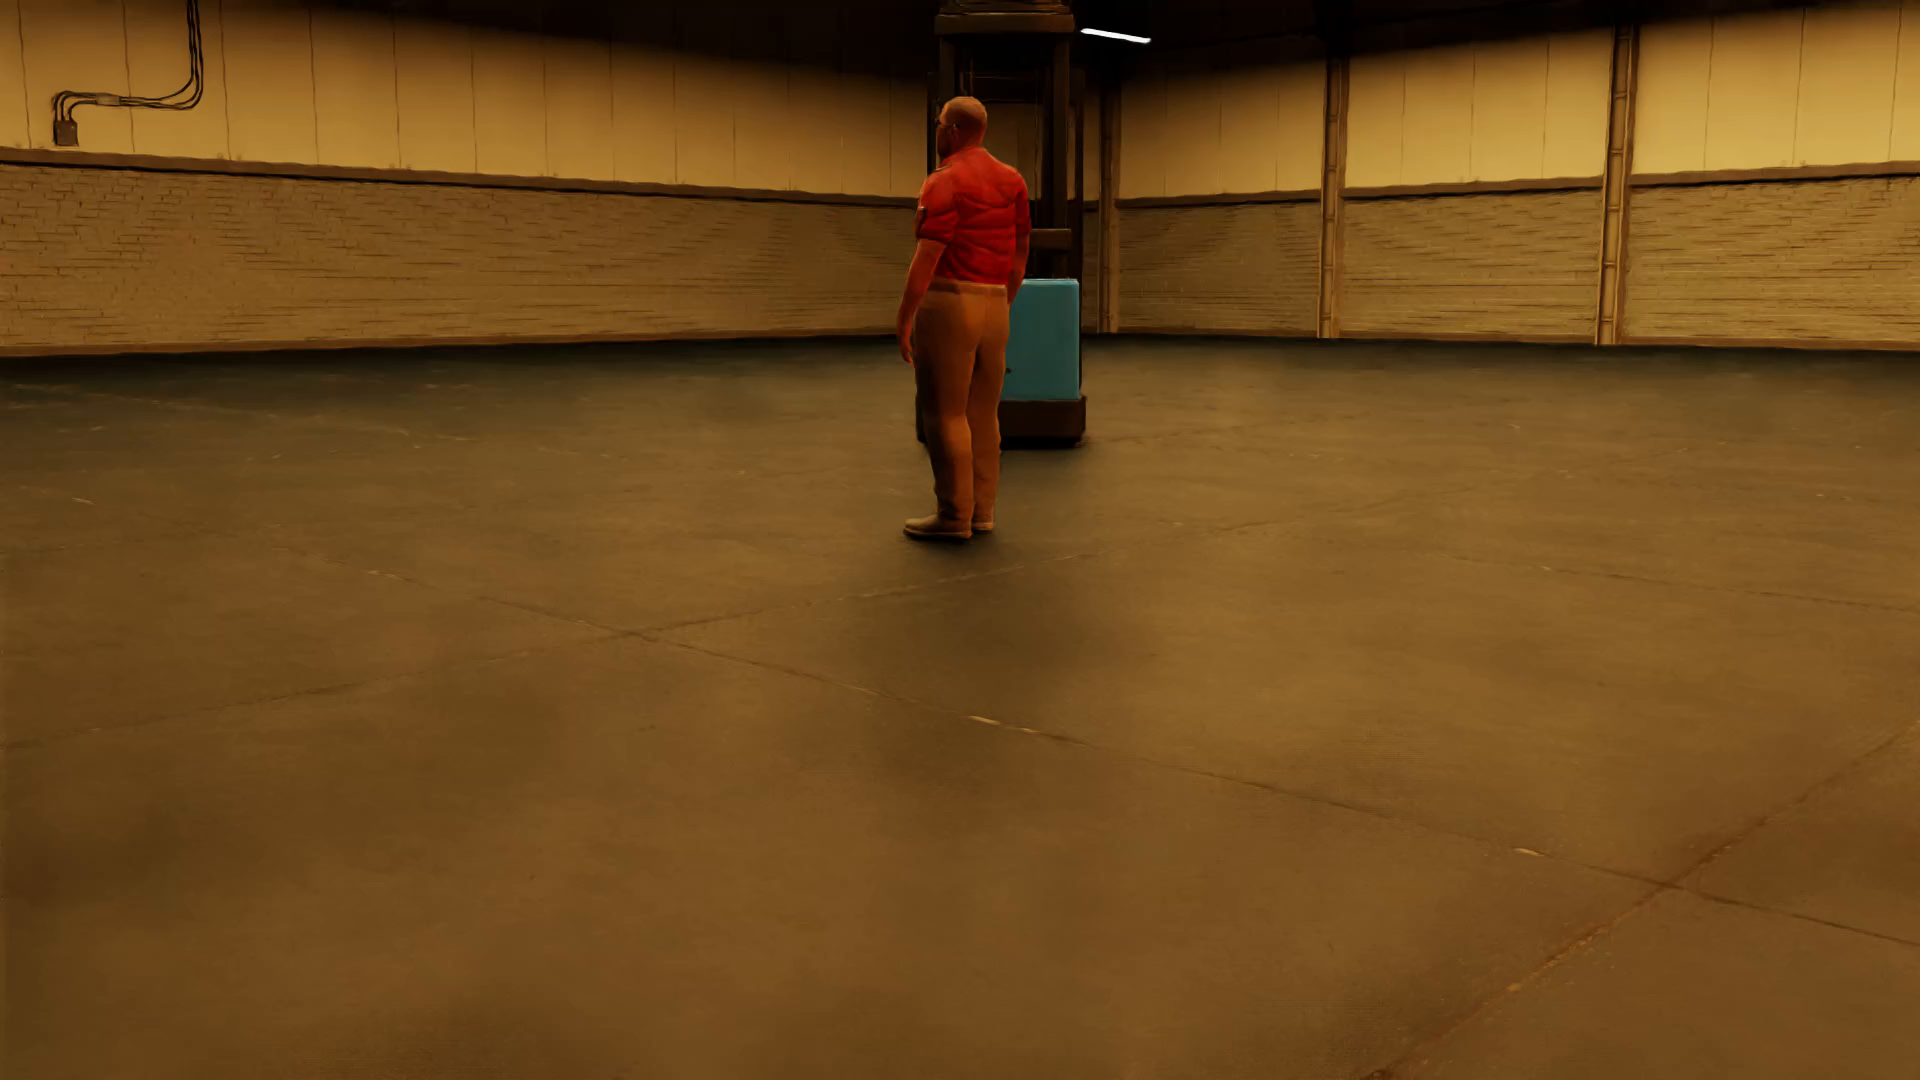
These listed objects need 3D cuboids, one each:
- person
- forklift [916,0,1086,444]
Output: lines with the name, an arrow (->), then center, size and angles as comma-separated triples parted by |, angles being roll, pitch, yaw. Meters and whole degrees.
person -> -0.056, -0.872, 6.658 | 0.550, 1.726, 0.640 | 8, 12, 43
forklift -> 0.331, -2.258, 11.870 | 1.130, 2.935, 3.031 | 0, 9, 3
